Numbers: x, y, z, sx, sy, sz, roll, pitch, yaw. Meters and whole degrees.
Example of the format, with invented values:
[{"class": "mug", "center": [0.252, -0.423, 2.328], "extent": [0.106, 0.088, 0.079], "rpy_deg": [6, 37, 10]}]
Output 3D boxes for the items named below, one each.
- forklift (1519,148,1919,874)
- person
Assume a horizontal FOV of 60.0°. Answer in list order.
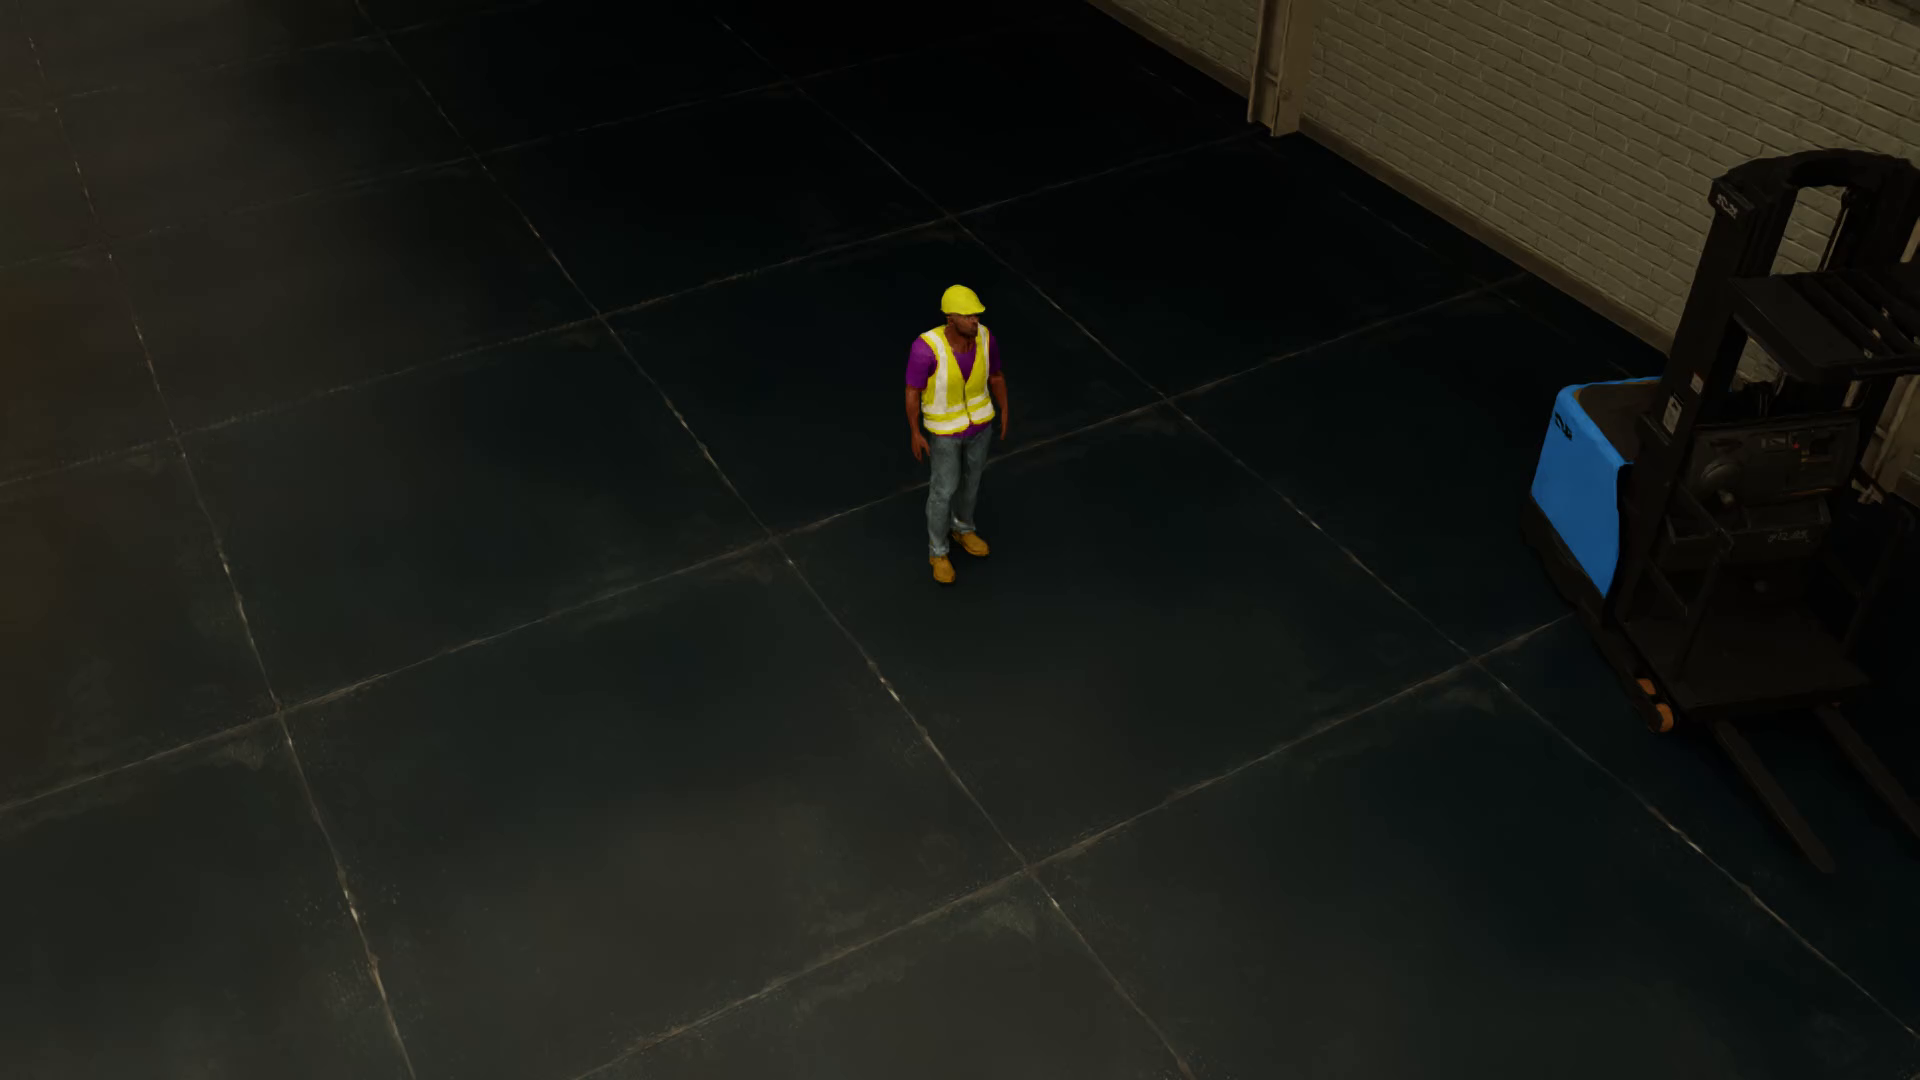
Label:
[{"class": "forklift", "center": [4.246, -0.333, 8.437], "extent": [1.130, 2.935, 3.031], "rpy_deg": [-7, 40, -8]}, {"class": "person", "center": [0.030, -0.645, 9.715], "extent": [0.665, 1.766, 0.576], "rpy_deg": [-20, 44, -23]}]
